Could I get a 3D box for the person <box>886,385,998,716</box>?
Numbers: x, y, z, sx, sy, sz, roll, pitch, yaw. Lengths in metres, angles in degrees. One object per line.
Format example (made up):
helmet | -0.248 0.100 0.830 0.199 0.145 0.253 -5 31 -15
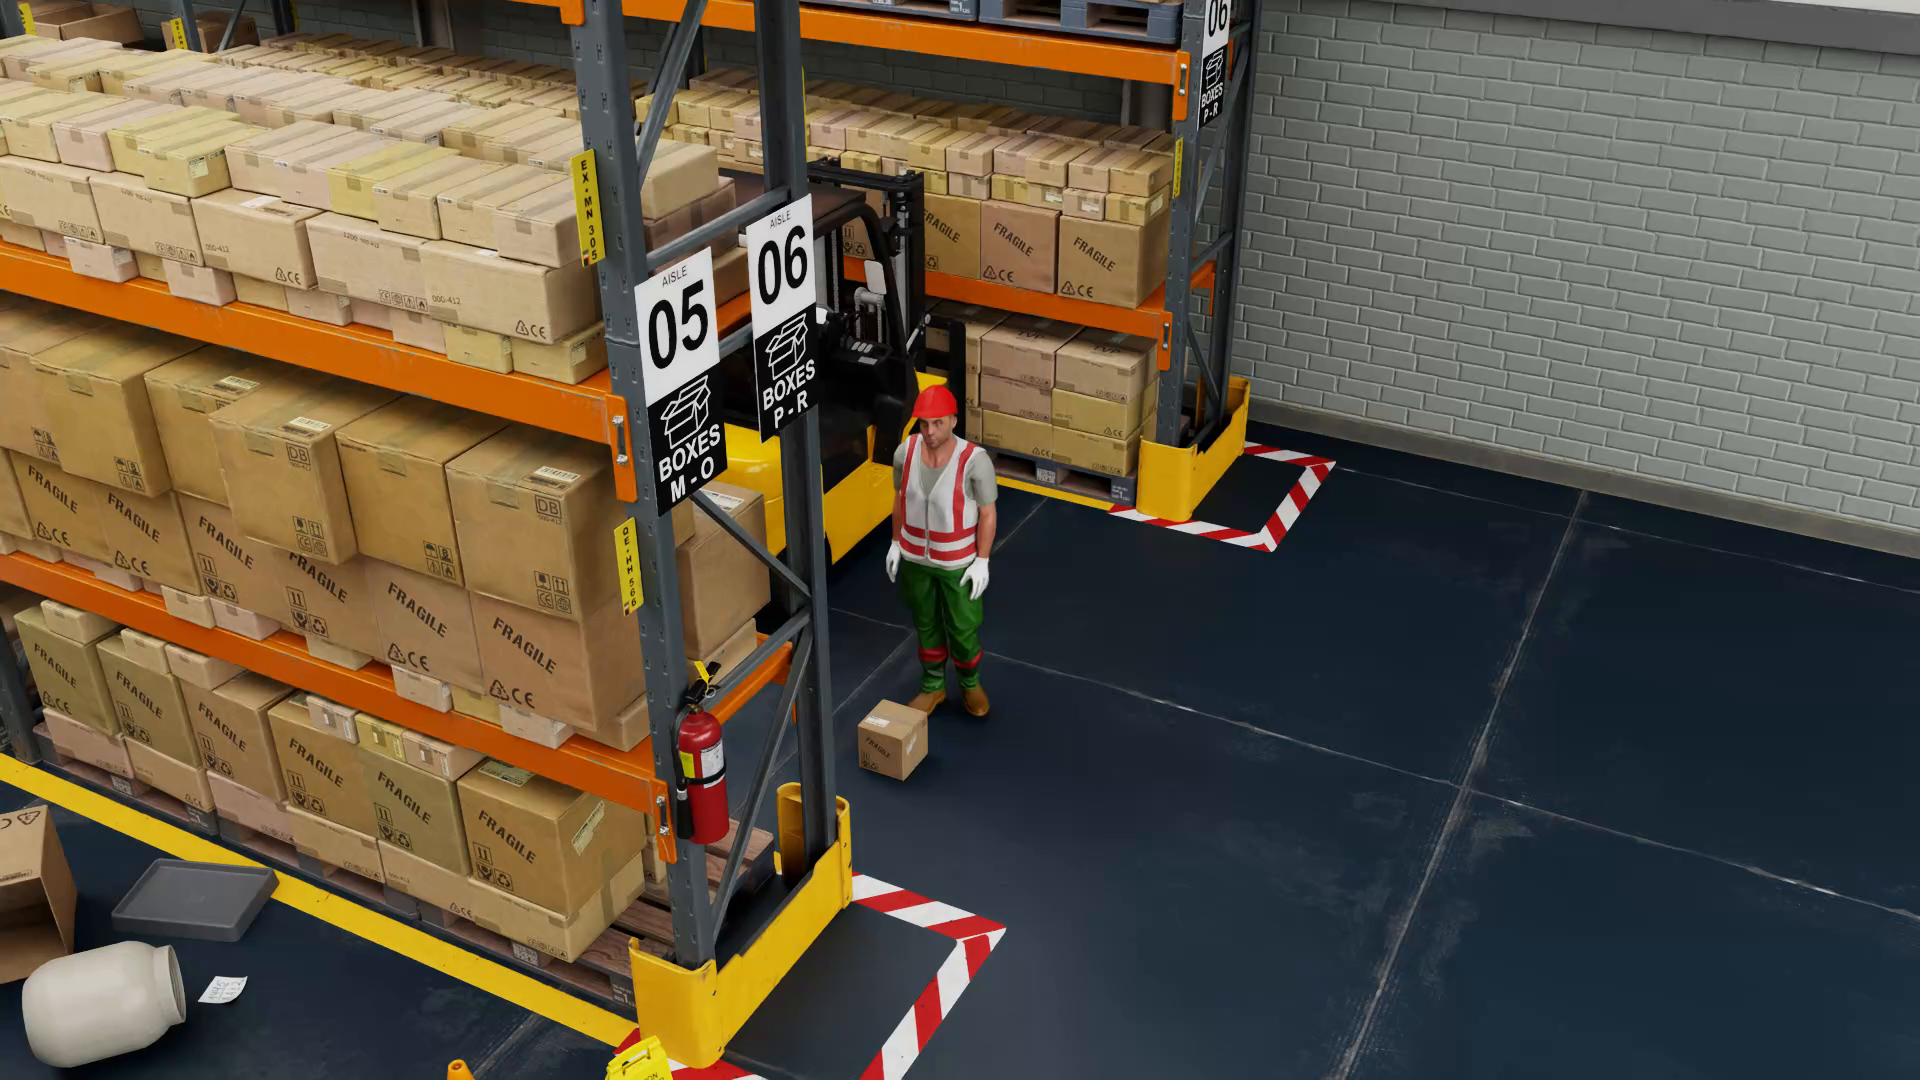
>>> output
person | -0.095 0.072 8.109 0.560 1.790 0.390 12 32 20
